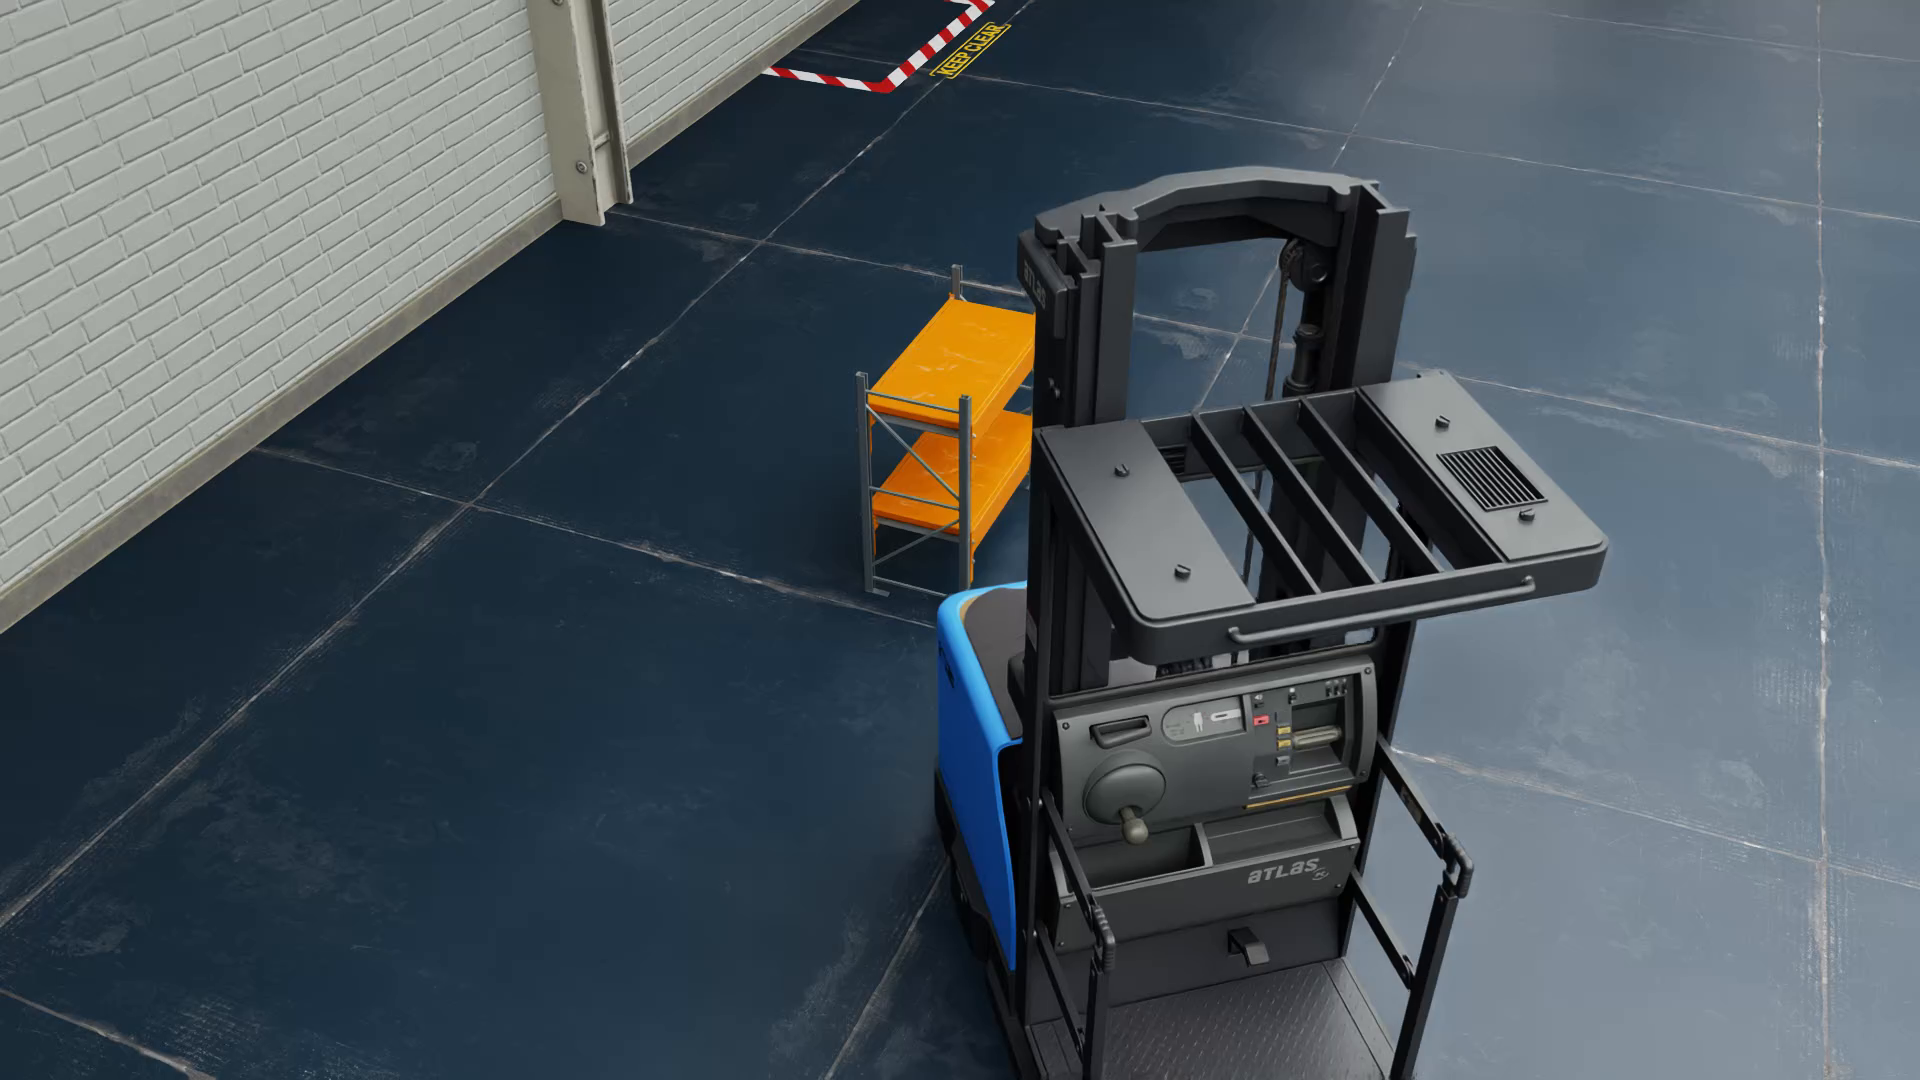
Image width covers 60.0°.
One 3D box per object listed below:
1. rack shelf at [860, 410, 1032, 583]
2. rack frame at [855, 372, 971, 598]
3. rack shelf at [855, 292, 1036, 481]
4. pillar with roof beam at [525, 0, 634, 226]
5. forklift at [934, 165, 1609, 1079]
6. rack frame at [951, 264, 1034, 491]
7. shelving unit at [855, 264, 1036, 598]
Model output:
[{"bbox_3d":[0.003,-0.258,7.565,0.538,0.278,1.000,14,39,18],"label":"rack shelf"},{"bbox_3d":[-0.191,-0.173,7.042,0.500,1.125,0.032,14,39,18],"label":"rack frame"},{"bbox_3d":[0.003,-0.689,7.243,0.538,0.278,1.000,14,39,18],"label":"rack shelf"},{"bbox_3d":[1.674,-4.724,6.554,9.100,9.000,0.400,14,39,18],"label":"pillar with roof beam"},{"bbox_3d":[0.772,0.653,4.429,1.130,2.935,3.031,-9,38,-12],"label":"forklift"},{"bbox_3d":[0.196,-0.736,7.795,0.500,1.125,0.032,14,39,18],"label":"rack frame"},{"bbox_3d":[0.003,-0.454,7.418,0.538,1.125,1.048,14,39,18],"label":"shelving unit"}]
